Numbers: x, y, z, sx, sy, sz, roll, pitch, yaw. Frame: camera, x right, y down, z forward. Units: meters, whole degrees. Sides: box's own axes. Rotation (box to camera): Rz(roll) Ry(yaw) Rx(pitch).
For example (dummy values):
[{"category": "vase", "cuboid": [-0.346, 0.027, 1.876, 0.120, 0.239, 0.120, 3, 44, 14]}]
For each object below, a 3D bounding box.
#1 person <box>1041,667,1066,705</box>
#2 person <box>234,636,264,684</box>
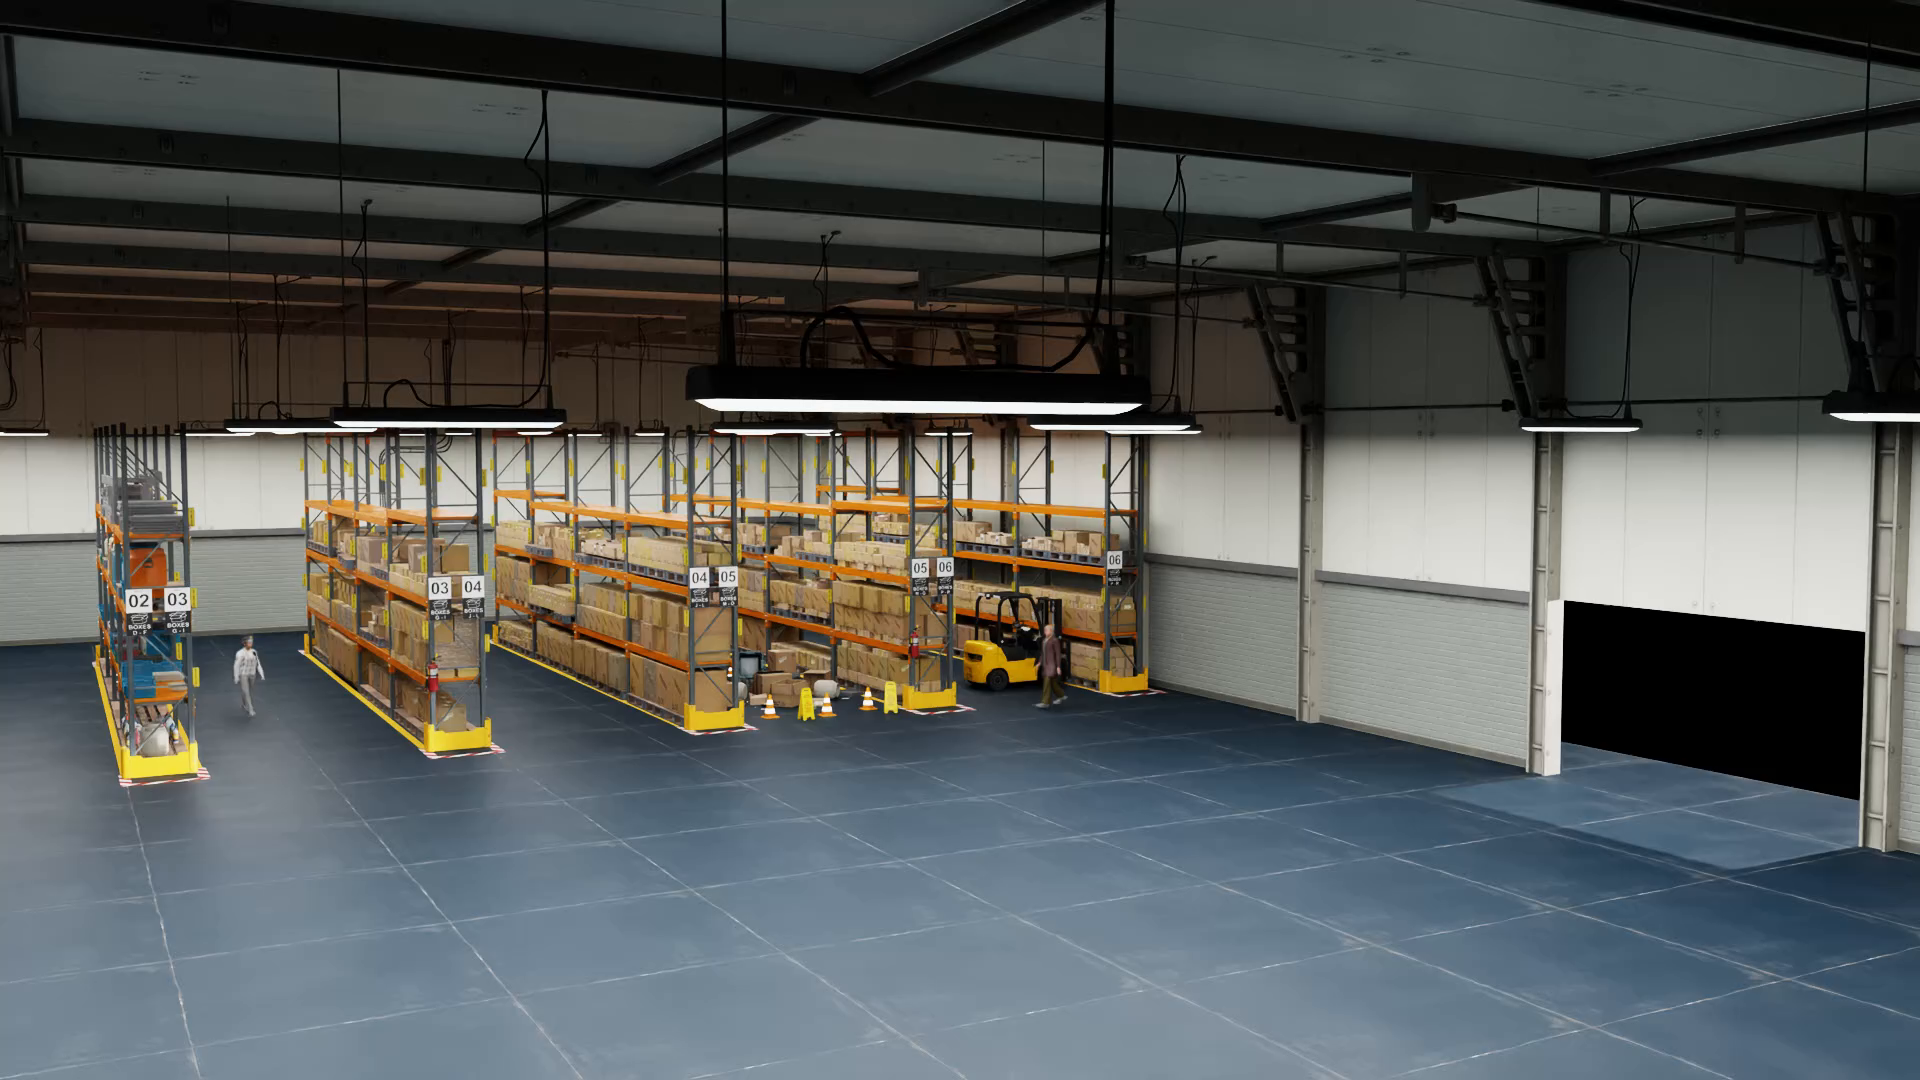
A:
[{"category": "person", "cuboid": [2.003, 3.005, 35.635, 0.726, 0.992, 0.429, -1, 4, -23]}, {"category": "person", "cuboid": [-14.782, 2.488, 34.525, 0.561, 1.000, 0.326, -3, 5, -44]}]
